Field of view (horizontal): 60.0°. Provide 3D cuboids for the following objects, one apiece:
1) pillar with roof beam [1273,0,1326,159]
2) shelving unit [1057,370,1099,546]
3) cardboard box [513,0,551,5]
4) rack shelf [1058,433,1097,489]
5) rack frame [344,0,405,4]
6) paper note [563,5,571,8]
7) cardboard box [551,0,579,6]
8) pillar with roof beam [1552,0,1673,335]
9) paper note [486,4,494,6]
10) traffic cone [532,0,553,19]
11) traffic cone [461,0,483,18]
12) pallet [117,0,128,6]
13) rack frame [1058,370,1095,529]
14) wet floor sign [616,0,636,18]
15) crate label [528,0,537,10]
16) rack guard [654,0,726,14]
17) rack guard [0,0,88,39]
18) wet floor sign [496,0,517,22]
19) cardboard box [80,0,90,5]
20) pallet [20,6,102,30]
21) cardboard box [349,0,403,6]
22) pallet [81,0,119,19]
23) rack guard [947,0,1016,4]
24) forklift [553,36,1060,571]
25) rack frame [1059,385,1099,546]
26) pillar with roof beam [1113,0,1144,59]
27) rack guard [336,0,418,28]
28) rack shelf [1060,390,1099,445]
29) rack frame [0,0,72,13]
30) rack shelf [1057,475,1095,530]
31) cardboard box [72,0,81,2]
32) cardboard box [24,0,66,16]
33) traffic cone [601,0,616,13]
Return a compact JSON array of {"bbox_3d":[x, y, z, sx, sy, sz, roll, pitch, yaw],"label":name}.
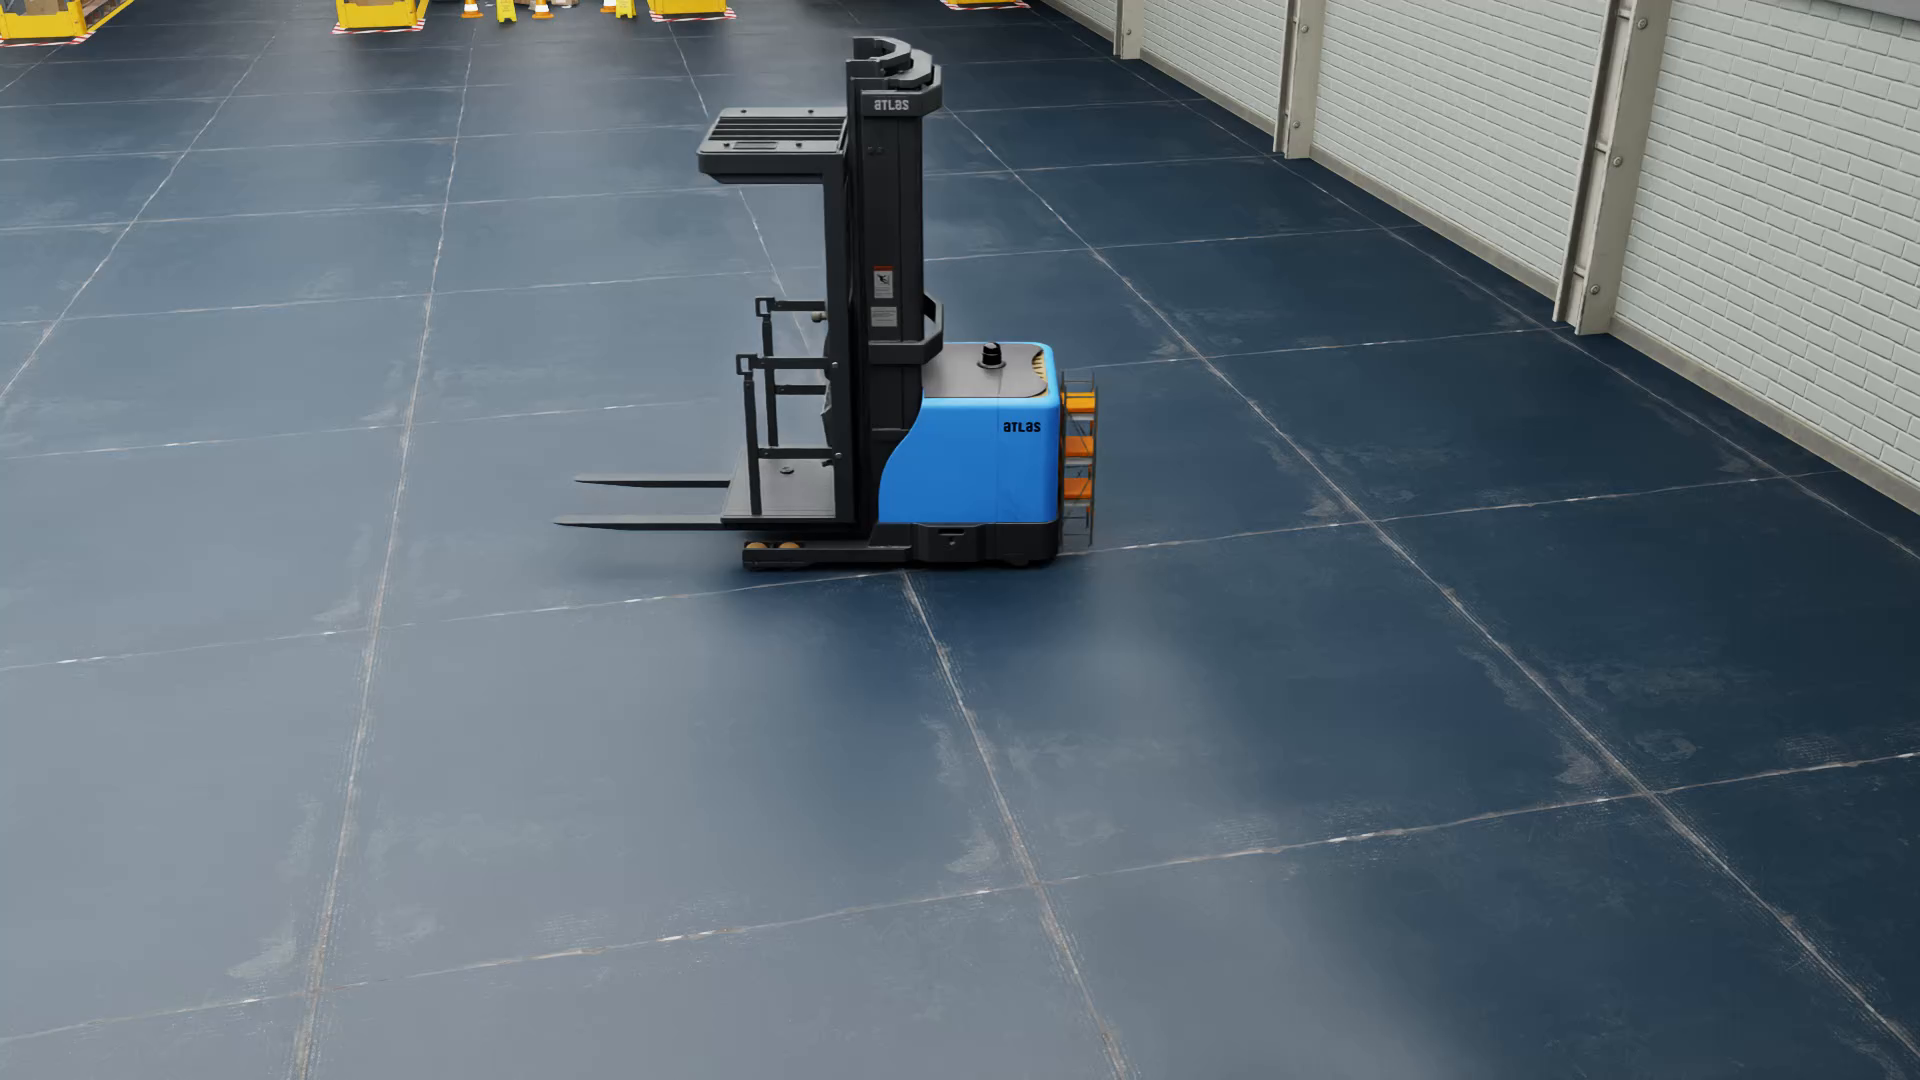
[{"bbox_3d":[-0.403,-7.987,16.086,9.100,9.000,0.400,-6,27,-12],"label":"pillar with roof beam"},{"bbox_3d":[0.707,-0.488,10.051,0.215,1.050,0.252,0,27,-1],"label":"shelving unit"},{"bbox_3d":[-7.332,-9.510,28.533,0.637,0.503,0.797,19,32,32],"label":"cardboard box"},{"bbox_3d":[0.707,-0.478,10.056,0.215,0.259,0.240,0,27,-1],"label":"rack shelf"},{"bbox_3d":[-9.269,-9.564,25.869,1.000,3.000,0.127,-6,27,-12],"label":"rack frame"},{"bbox_3d":[-6.622,-8.998,28.043,0.148,0.019,0.142,-16,31,-29],"label":"paper note"},{"bbox_3d":[-6.733,-9.208,28.328,0.380,0.149,0.250,8,28,15],"label":"cardboard box"},{"bbox_3d":[0.949,-5.352,10.868,9.100,9.000,0.400,-6,27,-12],"label":"pillar with roof beam"},{"bbox_3d":[-7.959,-9.080,28.207,0.144,0.017,0.142,3,27,6],"label":"paper note"},{"bbox_3d":[-6.828,-8.774,27.120,0.336,0.463,0.334,-6,27,-12],"label":"traffic cone"},{"bbox_3d":[-8.006,-8.808,27.188,0.336,0.463,0.334,-6,27,-12],"label":"traffic cone"},{"bbox_3d":[-14.840,-9.324,28.489,1.003,0.211,1.213,-6,27,-12],"label":"pallet"},{"bbox_3d":[0.705,-0.543,10.160,0.200,1.050,0.008,0,27,-1],"label":"rack frame"},{"bbox_3d":[-5.469,-8.868,27.103,0.267,0.644,0.232,3,27,6],"label":"wet floor sign"},{"bbox_3d":[-7.066,-8.967,27.864,0.250,0.136,0.298,-23,35,-38],"label":"crate label"},{"bbox_3d":[-4.487,-9.028,27.582,1.175,0.500,0.348,-6,27,-12],"label":"rack guard"},{"bbox_3d":[-14.142,-8.022,25.588,1.175,0.500,0.348,-6,27,-12],"label":"rack guard"},{"bbox_3d":[-7.334,-8.701,26.772,0.267,0.644,0.232,-11,29,-20],"label":"wet floor sign"},{"bbox_3d":[-14.540,-8.987,27.035,0.500,0.500,0.500,-3,27,-7],"label":"cardboard box"},{"bbox_3d":[-14.290,-8.253,26.367,1.003,0.211,1.213,-6,27,-12],"label":"pallet"},{"bbox_3d":[-9.487,-9.094,26.829,0.875,0.875,0.875,-6,27,-11],"label":"cardboard box"},{"bbox_3d":[-14.562,-8.788,27.426,1.003,0.211,1.213,-6,27,-12],"label":"pallet"},{"bbox_3d":[0.371,-9.490,28.497,1.175,0.500,0.348,-6,27,-12],"label":"rack guard"},{"bbox_3d":[-0.928,-1.363,9.699,3.031,2.935,1.130,0,27,0],"label":"forklift"},{"bbox_3d":[0.709,-0.433,9.942,0.200,1.050,0.008,0,27,-1],"label":"rack frame"},{"bbox_3d":[-1.755,-10.621,21.305,9.100,9.000,0.400,-6,27,-12],"label":"pillar with roof beam"},{"bbox_3d":[-9.264,-8.437,26.411,1.175,0.500,0.348,-6,27,-12],"label":"rack guard"},{"bbox_3d":[0.707,-0.731,9.928,0.215,0.259,0.240,0,27,-1],"label":"rack shelf"},{"bbox_3d":[-14.125,-9.104,24.959,1.000,3.000,0.127,-6,27,-12],"label":"rack frame"},{"bbox_3d":[0.707,-0.230,10.181,0.215,0.259,0.240,0,27,-1],"label":"rack shelf"},{"bbox_3d":[-14.417,-8.711,26.487,0.500,0.500,0.500,1,27,2],"label":"cardboard box"},{"bbox_3d":[-14.249,-8.452,25.974,0.500,0.500,0.500,-1,27,-2],"label":"cardboard box"},{"bbox_3d":[-5.823,-9.036,27.639,0.336,0.463,0.334,-6,27,-12],"label":"traffic cone"}]
